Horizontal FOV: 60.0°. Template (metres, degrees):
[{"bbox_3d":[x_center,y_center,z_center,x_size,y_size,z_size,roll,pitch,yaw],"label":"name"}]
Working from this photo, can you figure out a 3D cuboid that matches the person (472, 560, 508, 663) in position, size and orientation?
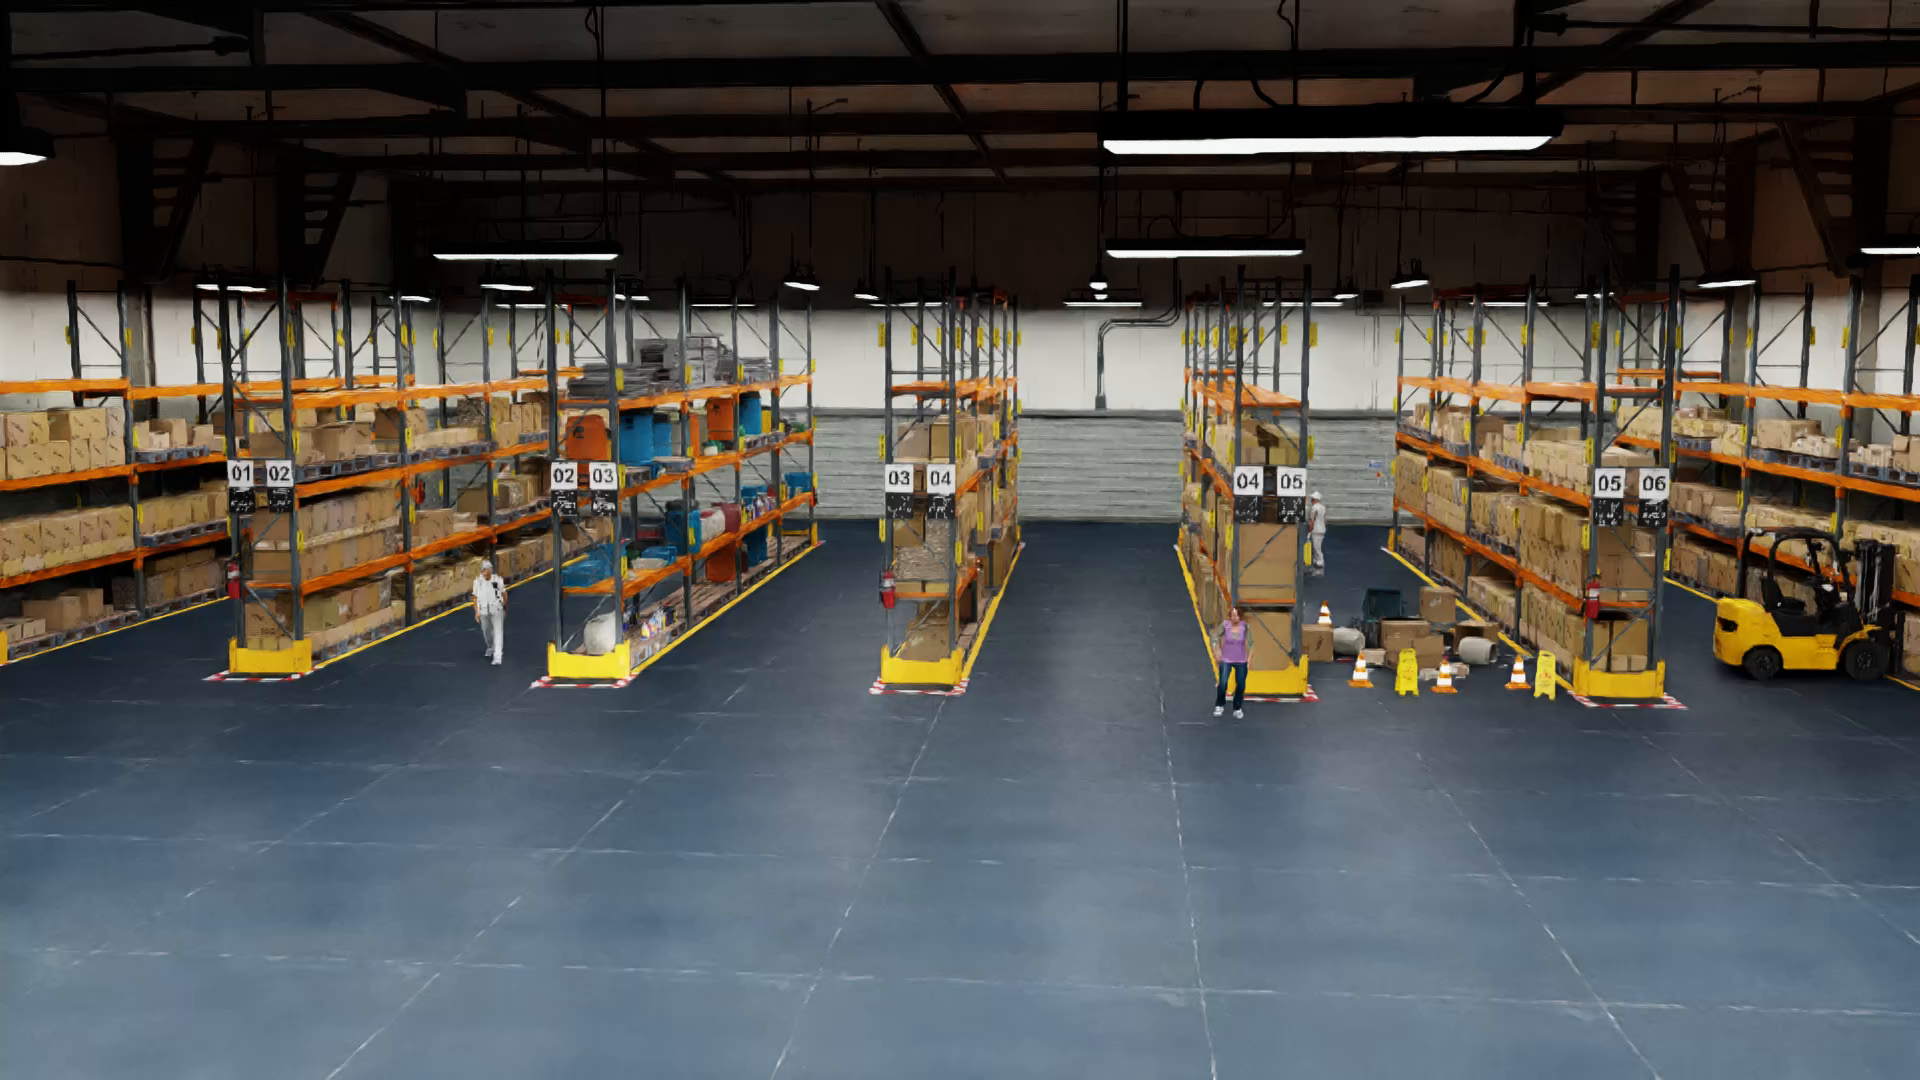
[{"bbox_3d":[-7.264,1.087,25.697,0.505,1.580,1.054,-1,7,-4],"label":"person"}]

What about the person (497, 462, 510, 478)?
[{"bbox_3d":[-12.328,-1.261,44.678,0.448,1.667,0.623,5,9,38],"label":"person"}]

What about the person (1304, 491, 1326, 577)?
[{"bbox_3d":[7.448,-0.137,34.917,0.577,1.785,0.655,5,8,33],"label":"person"}]

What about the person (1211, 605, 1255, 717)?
[{"bbox_3d":[3.590,1.591,21.919,0.566,1.541,0.519,0,7,2],"label":"person"}]
